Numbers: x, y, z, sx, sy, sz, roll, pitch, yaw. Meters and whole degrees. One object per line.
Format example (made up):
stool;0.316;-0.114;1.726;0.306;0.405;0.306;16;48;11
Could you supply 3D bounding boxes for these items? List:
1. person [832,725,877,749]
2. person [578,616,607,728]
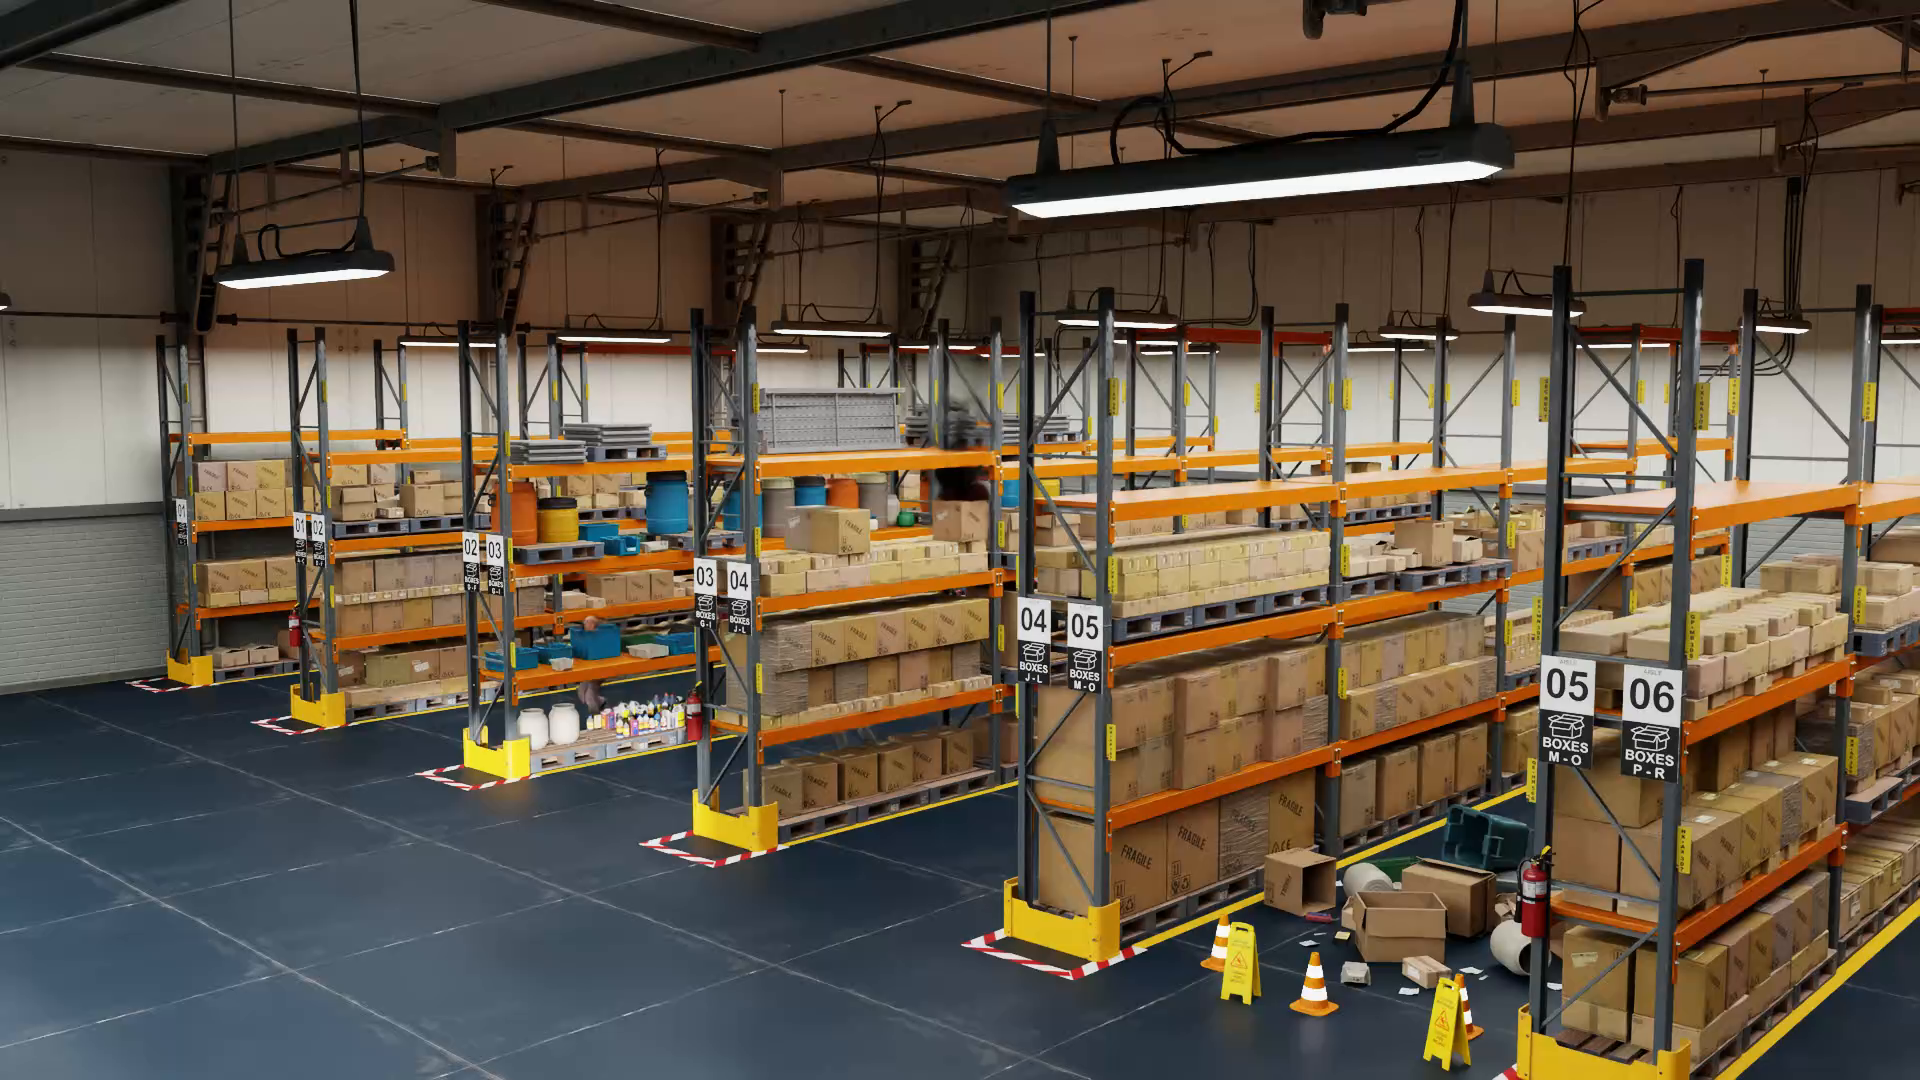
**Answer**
person;-1.407;2.209;22.254;0.593;1.812;0.868;4;7;38
person;-5.507;1.981;25.054;0.656;1.696;0.627;5;7;41
